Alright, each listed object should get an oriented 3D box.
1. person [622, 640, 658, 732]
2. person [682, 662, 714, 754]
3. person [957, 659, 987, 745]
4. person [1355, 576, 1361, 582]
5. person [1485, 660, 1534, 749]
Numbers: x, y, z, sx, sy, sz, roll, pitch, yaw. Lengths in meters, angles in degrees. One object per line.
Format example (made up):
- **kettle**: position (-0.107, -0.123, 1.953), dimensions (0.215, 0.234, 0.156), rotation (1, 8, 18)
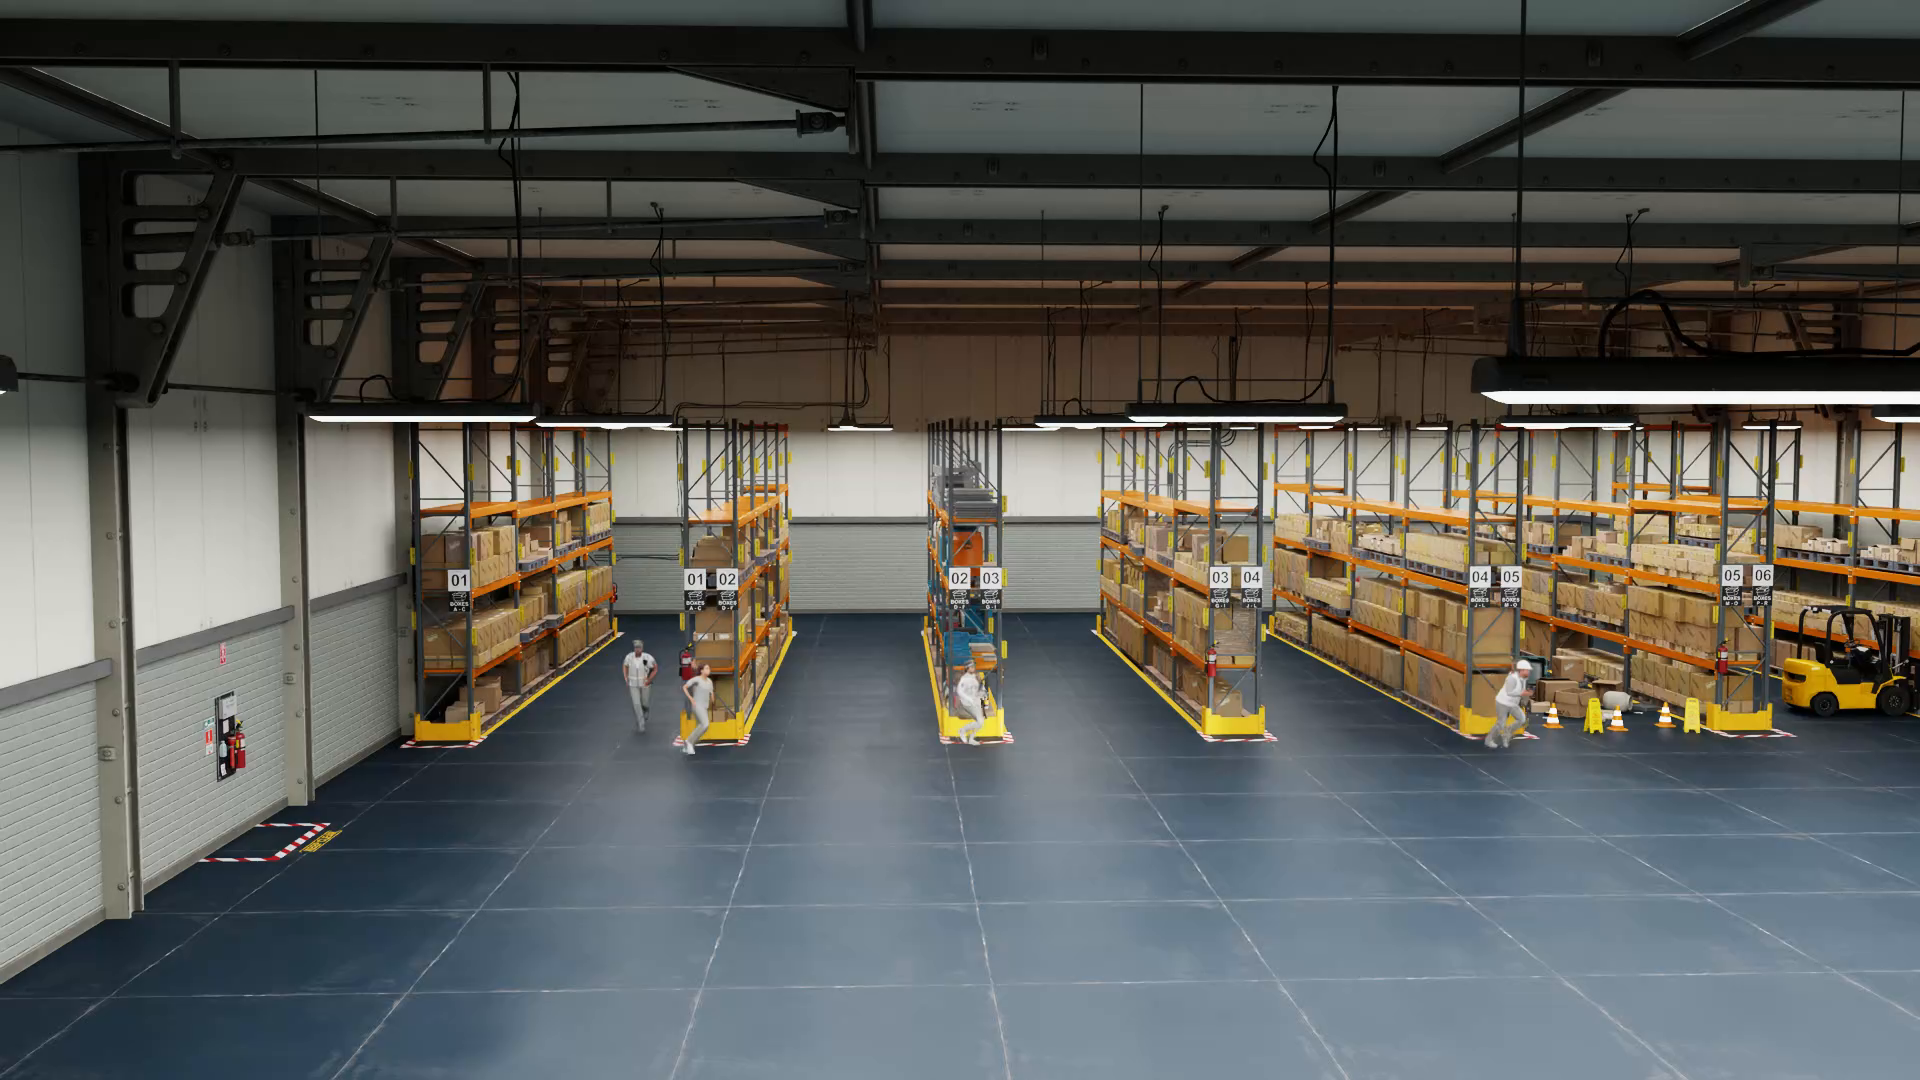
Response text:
- **person**: position (-6.207, 2.797, 32.242), dimensions (0.688, 1.771, 0.850), rotation (0, 4, -4)
- **person**: position (-4.633, 3.001, 29.740), dimensions (0.567, 1.623, 0.595), rotation (2, 4, 29)
- **person**: position (0.204, 2.974, 30.404), dimensions (0.522, 1.625, 0.622), rotation (1, 4, 13)
- **person**: position (11.087, 1.868, 46.623), dimensions (0.668, 1.742, 0.521), rotation (0, 4, -5)
- **person**: position (9.966, 2.965, 30.051), dimensions (0.685, 1.640, 0.935), rotation (-3, 5, -43)
